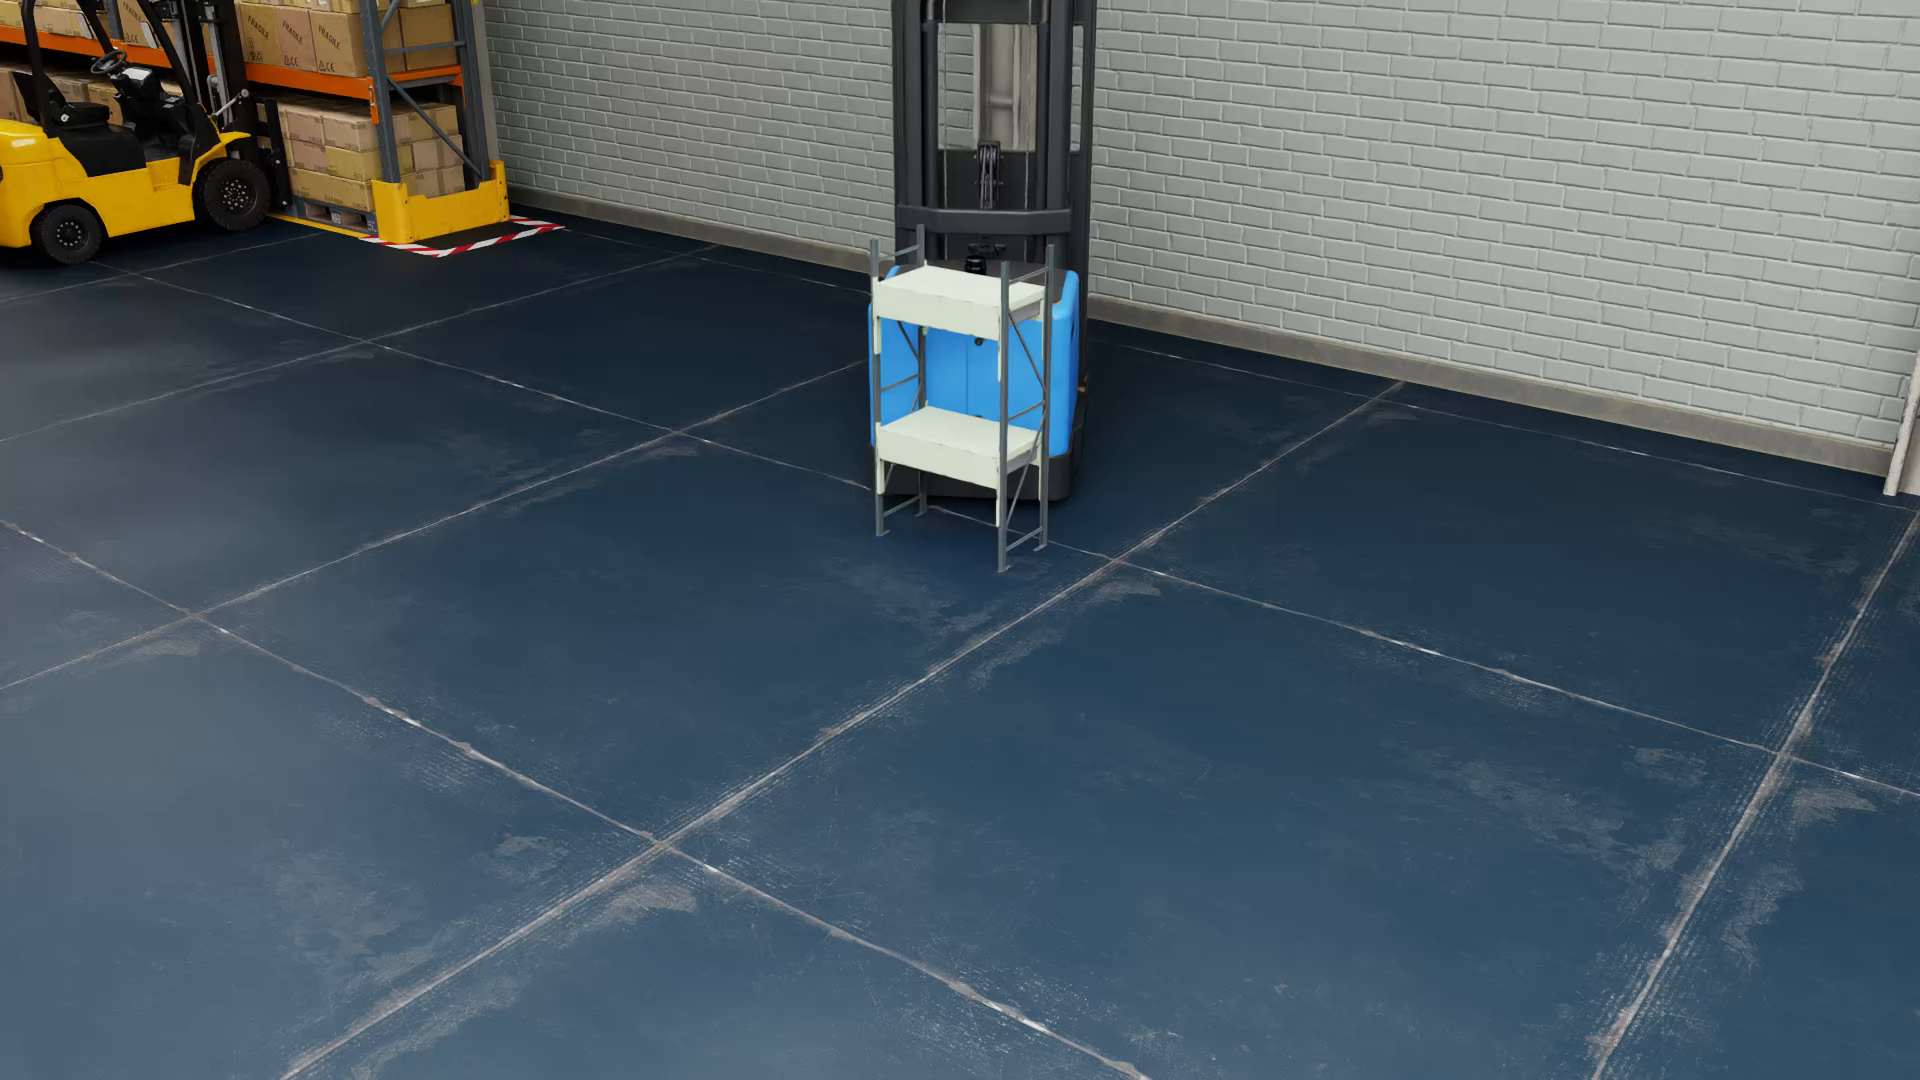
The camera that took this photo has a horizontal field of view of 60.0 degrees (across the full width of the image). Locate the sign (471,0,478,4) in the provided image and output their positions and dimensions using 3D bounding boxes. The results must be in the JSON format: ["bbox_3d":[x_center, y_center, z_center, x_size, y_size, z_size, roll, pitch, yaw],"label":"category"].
[{"bbox_3d":[-4.111,-4.672,13.962,0.005,0.325,0.100,17,29,33],"label":"sign"}]

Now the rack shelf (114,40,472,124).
[{"bbox_3d":[-6.049,-4.216,14.992,4.000,0.370,1.077,17,29,33],"label":"rack shelf"}]

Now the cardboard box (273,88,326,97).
[{"bbox_3d":[-5.921,-4.001,15.260,0.500,0.250,0.500,16,28,32],"label":"cardboard box"}]

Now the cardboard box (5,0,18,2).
[{"bbox_3d":[-9.410,-5.601,16.809,0.500,0.250,0.500,17,29,34],"label":"cardboard box"}]

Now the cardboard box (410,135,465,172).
[{"bbox_3d":[-4.700,-3.405,14.528,0.500,0.250,0.500,17,29,34],"label":"cardboard box"}]

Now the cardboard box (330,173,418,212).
[{"bbox_3d":[-5.014,-3.008,14.245,0.500,0.250,0.500,17,29,34],"label":"cardboard box"}]

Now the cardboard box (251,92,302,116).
[{"bbox_3d":[-6.227,-3.830,14.871,0.500,0.250,0.500,16,28,32],"label":"cardboard box"}]

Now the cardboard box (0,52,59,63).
[{"bbox_3d":[-10.359,-4.947,18.181,0.625,0.625,0.875,18,29,35],"label":"cardboard box"}]

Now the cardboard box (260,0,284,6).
[{"bbox_3d":[-5.721,-4.646,14.145,0.250,0.149,0.380,16,28,32],"label":"cardboard box"}]

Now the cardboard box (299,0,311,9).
[{"bbox_3d":[-5.287,-4.533,13.889,0.250,0.149,0.380,17,29,34],"label":"cardboard box"}]

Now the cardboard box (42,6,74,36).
[{"bbox_3d":[-8.615,-5.118,16.331,0.500,0.250,0.500,17,29,33],"label":"cardboard box"}]

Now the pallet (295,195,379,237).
[{"bbox_3d":[-5.086,-2.957,14.700,1.213,0.211,1.003,17,29,33],"label":"pallet"}]

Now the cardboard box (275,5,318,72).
[{"bbox_3d":[-5.410,-4.271,14.098,0.500,0.500,0.500,18,29,35],"label":"cardboard box"}]

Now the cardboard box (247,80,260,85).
[{"bbox_3d":[-6.725,-4.246,15.817,0.500,0.250,0.500,16,29,33],"label":"cardboard box"}]

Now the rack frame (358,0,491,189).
[{"bbox_3d":[-4.449,-4.062,13.749,0.127,3.000,1.000,17,29,33],"label":"rack frame"}]

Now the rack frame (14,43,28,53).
[{"bbox_3d":[-10.850,-5.997,18.140,0.127,3.000,1.000,17,29,33],"label":"rack frame"}]

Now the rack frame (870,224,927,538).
[{"bbox_3d":[-0.294,-0.764,8.124,0.023,1.500,0.400,16,28,32],"label":"rack frame"}]

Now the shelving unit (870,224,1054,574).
[{"bbox_3d":[0.005,-0.679,7.931,0.755,1.500,0.431,16,28,32],"label":"shelving unit"}]

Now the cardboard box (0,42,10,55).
[{"bbox_3d":[-11.081,-5.568,18.943,0.250,0.149,0.380,19,30,36],"label":"cardboard box"}]

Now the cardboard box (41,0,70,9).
[{"bbox_3d":[-8.612,-5.348,16.233,0.500,0.250,0.500,16,28,32],"label":"cardboard box"}]

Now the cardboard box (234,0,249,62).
[{"bbox_3d":[-6.229,-4.512,14.647,0.500,0.500,0.500,17,29,34],"label":"cardboard box"}]

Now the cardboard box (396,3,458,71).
[{"bbox_3d":[-4.679,-4.317,14.204,0.500,0.500,0.500,18,29,35],"label":"cardboard box"}]

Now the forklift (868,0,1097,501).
[{"bbox_3d":[0.208,-2.102,9.385,1.130,2.935,3.031,3,24,6],"label":"forklift"}]

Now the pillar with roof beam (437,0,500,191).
[{"bbox_3d":[-7.047,-5.878,10.429,0.400,9.000,9.100,17,29,33],"label":"pillar with roof beam"}]

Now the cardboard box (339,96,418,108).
[{"bbox_3d":[-5.122,-3.750,14.691,0.500,0.250,0.500,17,29,33],"label":"cardboard box"}]

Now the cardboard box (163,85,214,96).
[{"bbox_3d":[-7.047,-4.076,15.429,0.500,0.250,0.500,17,29,33],"label":"cardboard box"}]

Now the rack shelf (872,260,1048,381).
[{"bbox_3d":[0.005,-1.036,7.773,0.720,0.370,0.431,16,28,32],"label":"rack shelf"}]

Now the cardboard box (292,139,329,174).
[{"bbox_3d":[-5.421,-3.366,14.439,0.500,0.250,0.500,16,29,33],"label":"cardboard box"}]

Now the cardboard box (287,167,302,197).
[{"bbox_3d":[-5.801,-3.255,14.806,0.500,0.250,0.500,17,29,34],"label":"cardboard box"}]

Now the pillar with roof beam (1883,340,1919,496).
[{"bbox_3d":[2.555,-2.976,3.843,0.400,9.000,9.100,17,29,33],"label":"pillar with roof beam"}]

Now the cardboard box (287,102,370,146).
[{"bbox_3d":[-5.416,-3.586,14.317,0.500,0.250,0.500,17,29,34],"label":"cardboard box"}]

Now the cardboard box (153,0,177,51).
[{"bbox_3d":[-7.024,-4.763,15.216,0.500,0.500,0.500,17,29,34],"label":"cardboard box"}]

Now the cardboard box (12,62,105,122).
[{"bbox_3d":[-9.293,-4.629,17.459,0.625,0.625,0.875,15,28,31],"label":"cardboard box"}]

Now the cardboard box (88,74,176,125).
[{"bbox_3d":[-8.074,-4.257,16.617,0.625,0.625,0.875,18,30,36],"label":"cardboard box"}]

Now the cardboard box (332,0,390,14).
[{"bbox_3d":[-4.894,-4.398,13.583,0.250,0.149,0.380,17,29,34],"label":"cardboard box"}]

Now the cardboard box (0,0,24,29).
[{"bbox_3d":[-9.412,-5.370,16.904,0.500,0.250,0.500,18,29,35],"label":"cardboard box"}]
